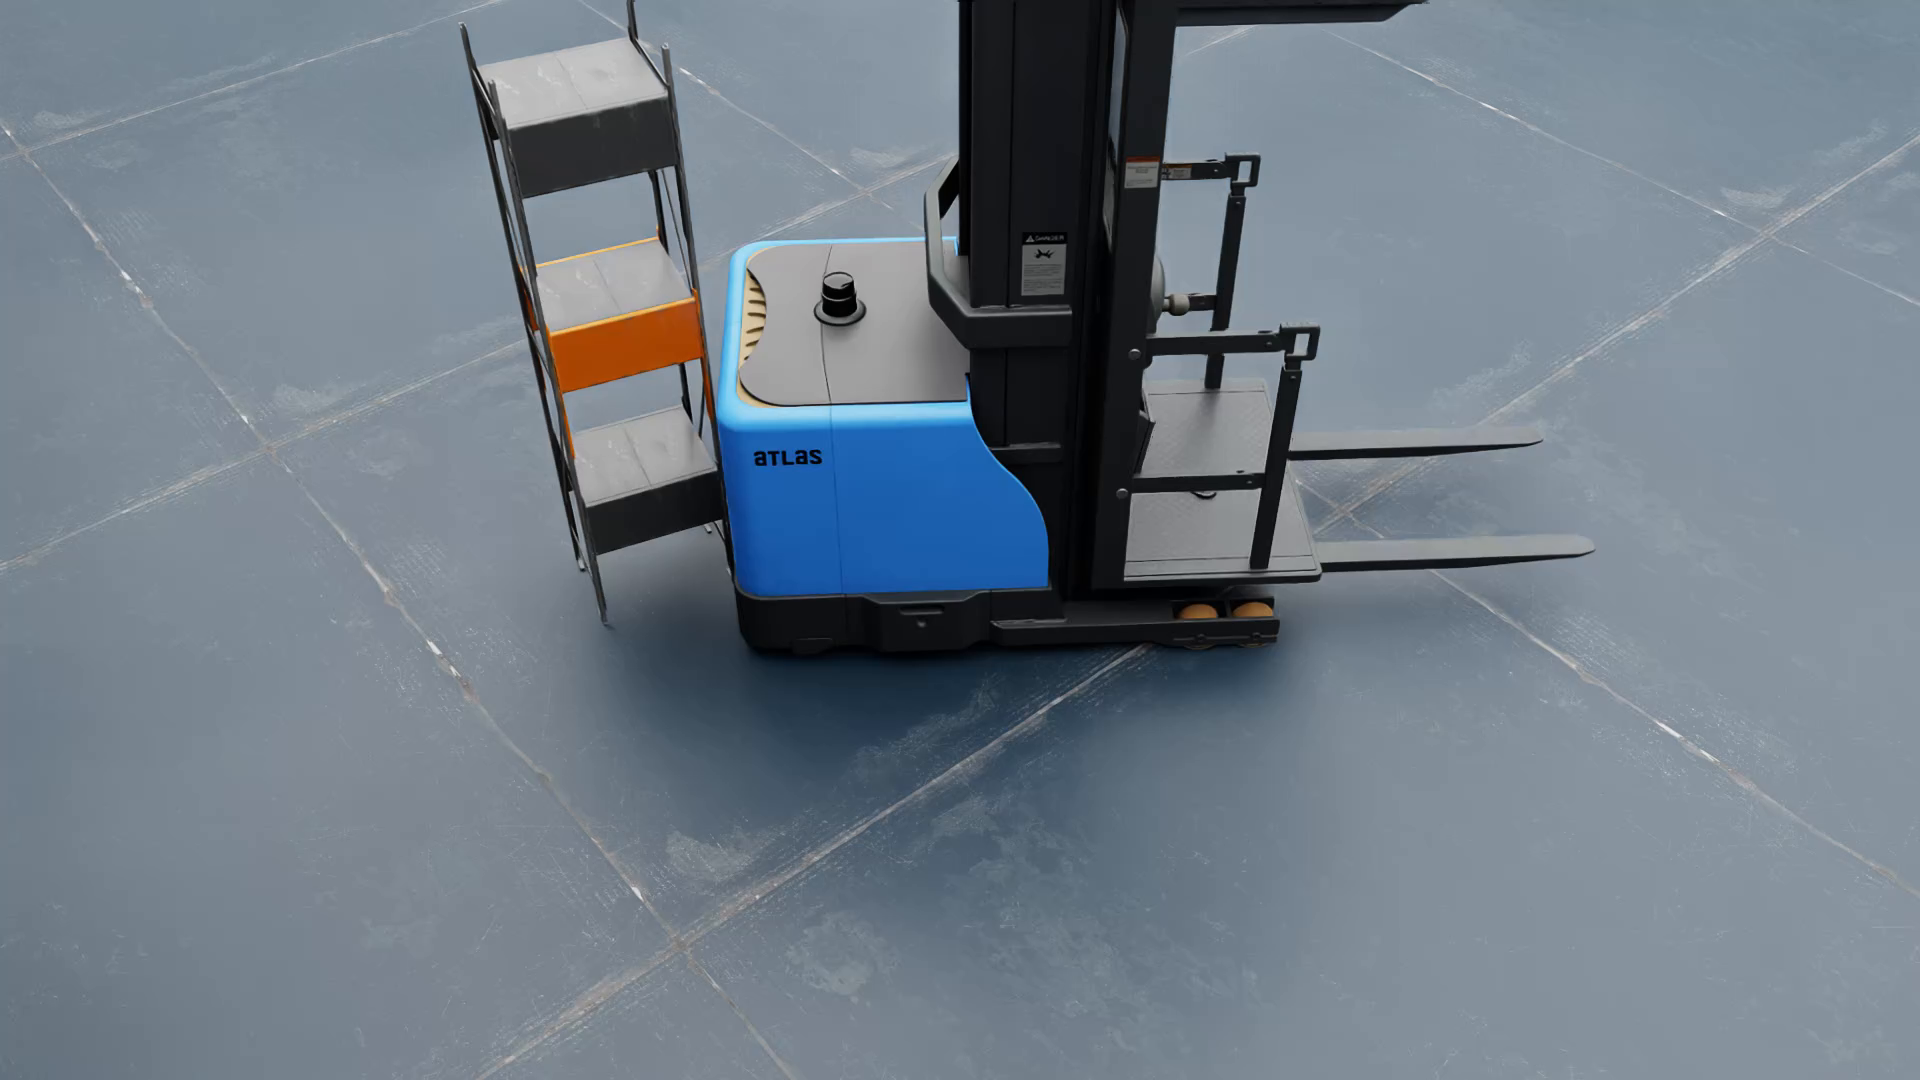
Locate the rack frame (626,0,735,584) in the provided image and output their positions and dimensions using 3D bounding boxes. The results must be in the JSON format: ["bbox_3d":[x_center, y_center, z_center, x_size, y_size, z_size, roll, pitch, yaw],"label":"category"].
[{"bbox_3d":[-0.899,-0.726,5.487,0.015,2.100,0.400,-17,46,-18],"label":"rack frame"}]

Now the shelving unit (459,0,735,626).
[{"bbox_3d":[-1.122,-0.657,5.414,0.503,2.100,0.431,-17,46,-18],"label":"shelving unit"}]

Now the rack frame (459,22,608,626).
[{"bbox_3d":[-1.344,-0.588,5.340,0.015,2.100,0.400,-17,46,-18],"label":"rack frame"}]

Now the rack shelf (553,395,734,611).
[{"bbox_3d":[-1.121,-0.134,5.899,0.480,0.518,0.431,-17,46,-18],"label":"rack shelf"}]

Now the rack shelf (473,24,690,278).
[{"bbox_3d":[-1.123,-1.160,4.946,0.480,0.518,0.431,-17,46,-18],"label":"rack shelf"}]

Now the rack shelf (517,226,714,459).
[{"bbox_3d":[-1.122,-0.647,5.423,0.480,0.518,0.431,-17,46,-18],"label":"rack shelf"}]

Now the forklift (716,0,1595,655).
[{"bbox_3d":[0.723,-1.047,5.224,3.031,2.935,1.130,-2,43,-2],"label":"forklift"}]
